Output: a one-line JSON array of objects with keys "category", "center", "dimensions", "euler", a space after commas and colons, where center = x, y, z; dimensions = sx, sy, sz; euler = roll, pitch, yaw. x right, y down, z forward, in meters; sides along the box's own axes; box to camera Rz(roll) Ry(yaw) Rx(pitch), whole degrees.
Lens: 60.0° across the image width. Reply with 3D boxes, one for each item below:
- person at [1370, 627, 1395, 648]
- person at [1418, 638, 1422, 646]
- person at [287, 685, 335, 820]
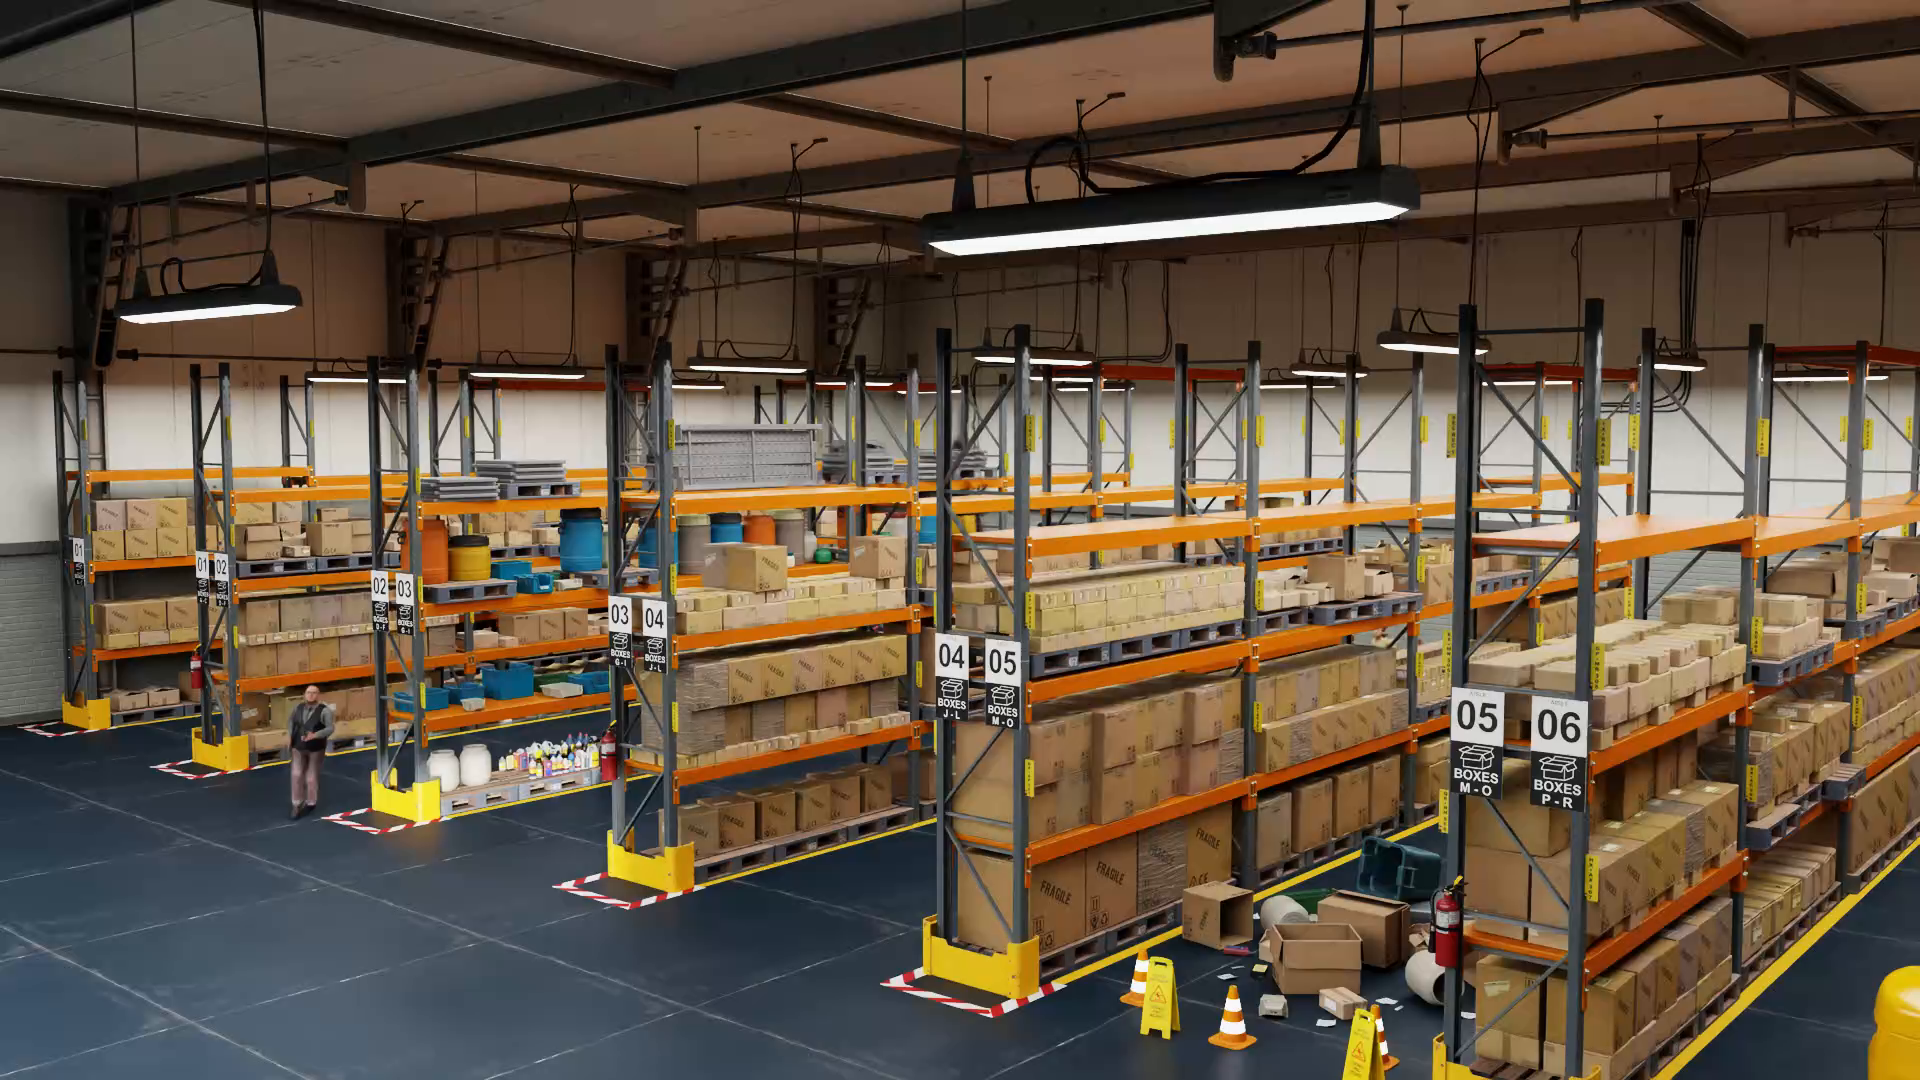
[{"category": "person", "center": [7.235, 2.266, 28.570], "dimensions": [0.582, 1.689, 0.855], "euler": [4, 6, 42]}, {"category": "person", "center": [7.199, 2.442, 26.181], "dimensions": [0.625, 1.808, 0.769], "euler": [4, 6, 44]}, {"category": "person", "center": [-8.461, 2.744, 21.644], "dimensions": [0.636, 1.707, 0.652], "euler": [-1, 4, -9]}]
